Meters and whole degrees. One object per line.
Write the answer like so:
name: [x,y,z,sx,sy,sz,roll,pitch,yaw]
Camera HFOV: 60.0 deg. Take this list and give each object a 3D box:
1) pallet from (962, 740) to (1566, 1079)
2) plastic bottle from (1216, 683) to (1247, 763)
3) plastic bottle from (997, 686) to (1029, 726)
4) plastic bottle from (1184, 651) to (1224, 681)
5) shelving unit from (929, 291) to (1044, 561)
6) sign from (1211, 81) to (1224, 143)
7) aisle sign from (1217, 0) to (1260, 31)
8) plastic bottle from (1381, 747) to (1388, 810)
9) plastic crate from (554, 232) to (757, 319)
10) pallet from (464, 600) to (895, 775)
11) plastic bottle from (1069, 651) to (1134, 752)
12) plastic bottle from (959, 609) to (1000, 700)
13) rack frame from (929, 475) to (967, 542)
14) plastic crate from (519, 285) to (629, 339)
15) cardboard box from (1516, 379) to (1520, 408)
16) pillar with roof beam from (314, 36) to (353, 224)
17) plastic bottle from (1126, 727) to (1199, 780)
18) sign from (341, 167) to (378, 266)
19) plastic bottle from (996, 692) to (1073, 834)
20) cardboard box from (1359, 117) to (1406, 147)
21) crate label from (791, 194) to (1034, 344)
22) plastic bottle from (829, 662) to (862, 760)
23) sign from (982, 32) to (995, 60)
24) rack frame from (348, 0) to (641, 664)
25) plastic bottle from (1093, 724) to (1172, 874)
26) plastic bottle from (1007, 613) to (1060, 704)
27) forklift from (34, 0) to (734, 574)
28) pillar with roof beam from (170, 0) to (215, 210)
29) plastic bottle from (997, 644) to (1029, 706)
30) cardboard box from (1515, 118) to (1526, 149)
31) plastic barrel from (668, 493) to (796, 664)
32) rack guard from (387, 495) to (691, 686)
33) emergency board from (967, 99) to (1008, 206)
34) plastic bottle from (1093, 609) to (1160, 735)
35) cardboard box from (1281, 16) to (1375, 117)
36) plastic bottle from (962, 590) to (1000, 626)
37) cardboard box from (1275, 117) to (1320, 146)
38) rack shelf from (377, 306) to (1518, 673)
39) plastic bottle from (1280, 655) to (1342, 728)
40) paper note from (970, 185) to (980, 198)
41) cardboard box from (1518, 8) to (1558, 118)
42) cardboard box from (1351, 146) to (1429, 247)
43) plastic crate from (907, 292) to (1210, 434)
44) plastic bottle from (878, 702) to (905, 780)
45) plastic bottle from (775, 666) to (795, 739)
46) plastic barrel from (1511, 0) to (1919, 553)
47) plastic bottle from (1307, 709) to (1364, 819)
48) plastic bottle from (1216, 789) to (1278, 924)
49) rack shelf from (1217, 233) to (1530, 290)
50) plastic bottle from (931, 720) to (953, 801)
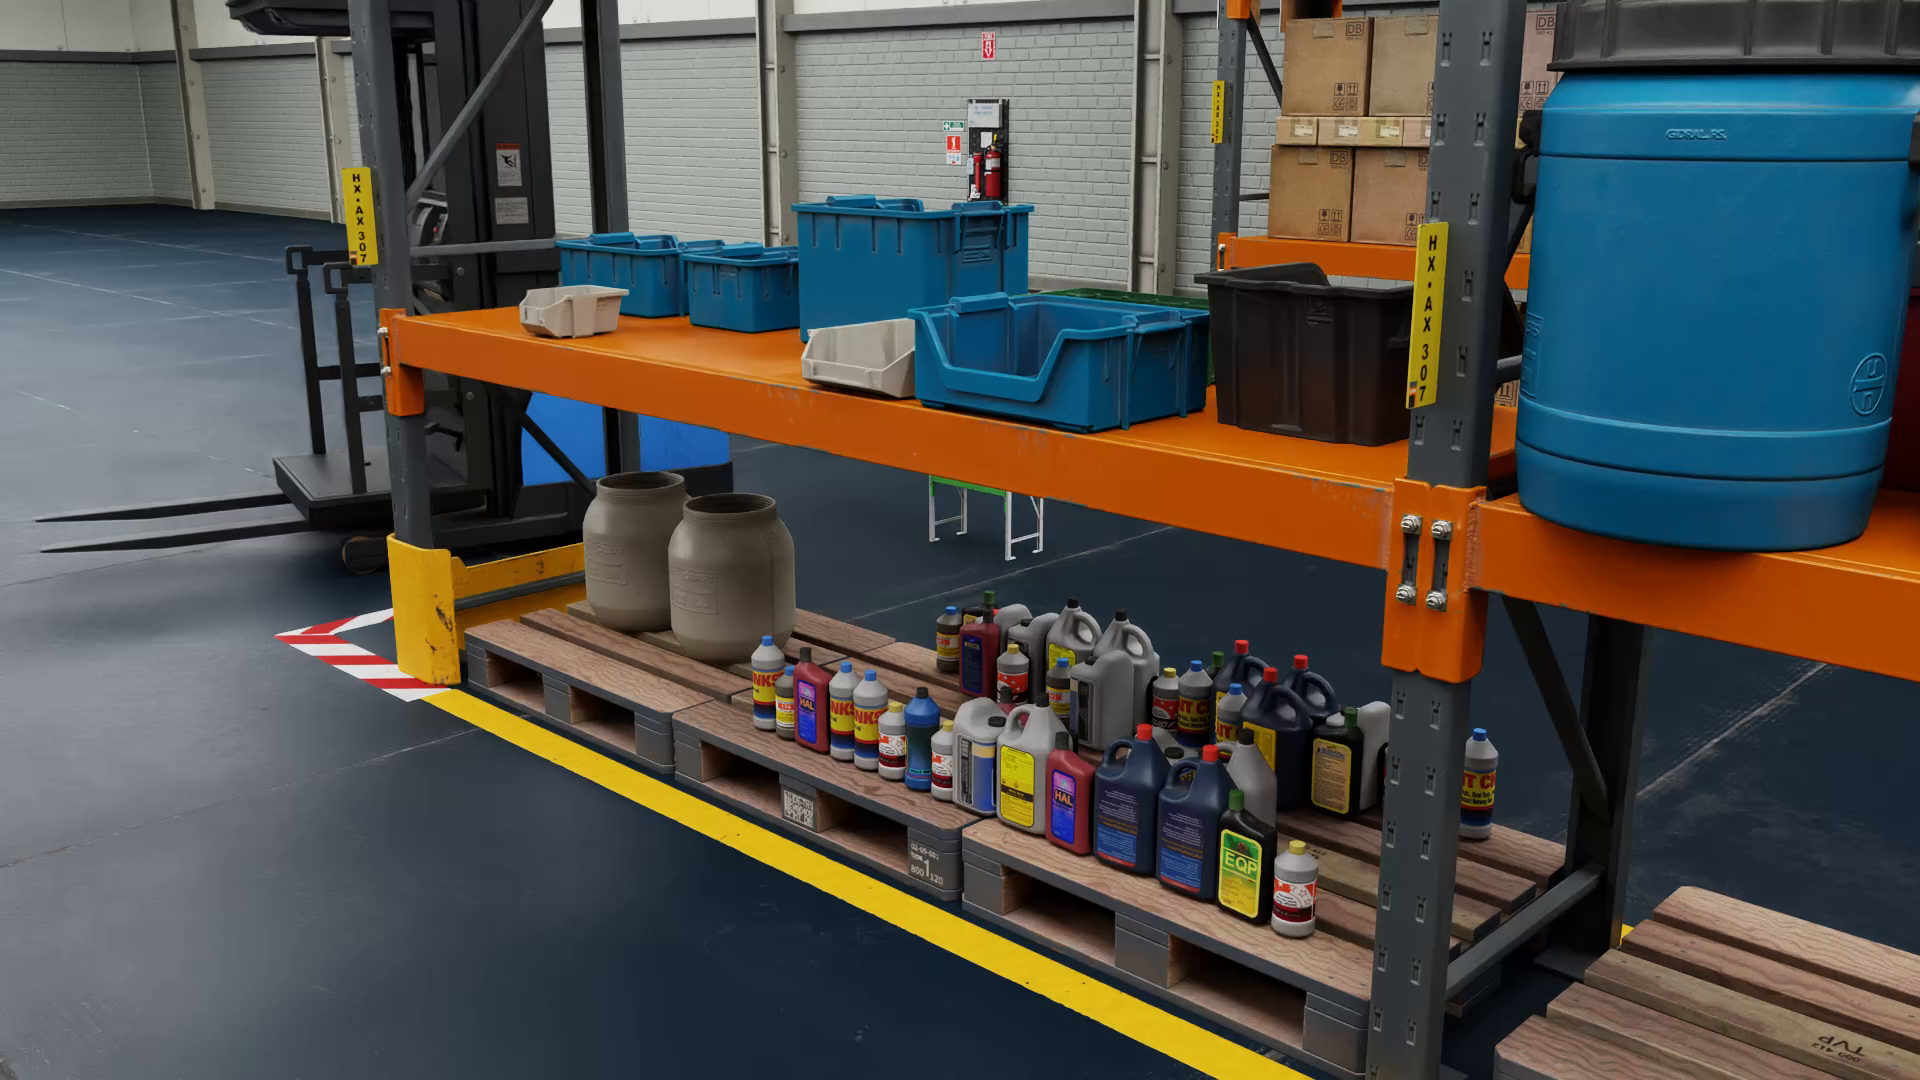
pallet: [0.770,0.860,4.214,1.213,0.211,1.003,14,20,42]
plastic bottle: [0.743,0.523,4.515,0.097,0.271,0.097,0,15,0]
plastic bottle: [0.150,0.538,4.433,0.133,0.283,0.061,14,20,42]
plastic bottle: [0.706,0.451,4.767,0.061,0.283,0.133,-13,20,-42]
shelving unit: [0.119,-0.552,7.670,0.503,1.200,0.258,14,20,42]
sign: [1.396,-2.321,9.015,0.005,0.325,0.100,14,20,42]
aisle sign: [1.526,-3.177,9.020,0.004,0.787,0.394,14,20,42]
plastic bottle: [1.153,0.606,4.336,0.097,0.201,0.097,0,15,0]
plastic crate: [-1.087,-0.959,5.960,0.616,0.251,0.499,14,20,42]
pallet: [-0.986,0.433,5.853,1.213,0.211,1.003,14,20,42]
plastic bottle: [0.405,0.448,4.794,0.135,0.276,0.152,14,20,42]
plastic bottle: [0.060,0.347,5.165,0.133,0.283,0.061,14,20,42]
rack frame: [-0.057,-0.594,7.834,0.015,1.200,0.240,14,20,42]
plastic crate: [-1.234,-0.722,5.277,0.250,0.136,0.298,14,20,42]
cardboard box: [3.096,-0.801,8.192,0.500,0.500,0.500,14,20,42]
pillar with roof beam: [-13.939,-9.219,25.468,0.400,9.000,9.100,14,20,42]
plastic bottle: [0.508,0.615,4.151,0.135,0.276,0.152,14,20,42]
sign: [-2.040,-1.099,5.654,0.005,0.325,0.100,14,20,42]
plastic bottle: [0.190,0.554,4.238,0.185,0.351,0.144,14,20,42]
cardboard box: [2.289,-2.128,8.665,0.250,0.149,0.380,14,20,42]
crate label: [-0.142,-0.809,5.017,0.616,0.435,0.502,14,20,42]
plastic bottle: [-0.319,0.477,4.692,0.097,0.271,0.097,0,15,0]
sign: [0.318,-5.528,18.602,0.199,0.298,0.001,14,20,42]
rack frame: [-1.655,-1.065,6.069,0.127,3.000,1.000,14,20,42]
plastic bottle: [0.423,0.610,4.021,0.185,0.351,0.144,12,19,39]
plastic bottle: [0.234,0.356,5.147,0.135,0.276,0.152,13,19,41]
forklift: [-2.656,-1.420,7.567,3.031,2.935,1.130,-8,17,-29]
pillar with roof beam: [-18.258,-10.269,29.498,0.400,9.000,9.100,14,20,42]
plastic bottle: [0.161,0.418,5.057,0.097,0.201,0.097,0,15,0]
cardboard box: [2.847,-1.993,8.145,0.250,0.149,0.380,13,20,41]
plastic barrel: [-0.767,0.125,5.604,0.421,0.512,0.421,0,15,0]
rack guard: [-1.568,0.150,6.366,0.348,0.500,1.175,14,20,42]
emergency board: [0.254,-4.387,18.819,0.643,1.169,0.194,14,20,42]
plastic bottle: [0.490,0.380,4.904,0.185,0.351,0.144,13,20,42]
cardboard box: [2.151,-2.546,8.983,0.500,0.500,0.700,14,20,42]
plastic bottle: [0.068,0.296,5.362,0.061,0.283,0.133,-14,20,-43]
cardboard box: [1.919,-2.218,9.009,0.250,0.149,0.380,13,20,42]
rack shelf: [-0.215,-0.366,4.816,4.000,0.370,1.077,14,20,42]
plastic bottle: [0.932,0.488,4.492,0.144,0.351,0.185,-14,20,-43]
paper note: [0.175,-4.004,19.097,0.142,0.148,0.016,14,20,42]
cardboard box: [2.897,-2.367,8.295,0.500,0.500,0.700,14,20,42]
cardboard box: [2.494,-1.836,8.832,0.700,0.500,0.500,-14,20,-43]
plastic crate: [0.239,-0.437,3.955,0.616,0.251,0.499,14,20,42]
plastic bottle: [-0.176,0.545,4.567,0.097,0.201,0.097,0,15,0]
plastic bottle: [-0.491,0.469,4.862,0.097,0.201,0.097,0,15,0]
plastic barrel: [1.292,-0.485,2.848,0.708,0.901,0.600,14,20,42]
plastic bottle: [0.974,0.569,4.312,0.133,0.283,0.061,14,20,42]
plastic bottle: [0.649,0.713,3.763,0.061,0.283,0.133,-13,20,-41]
rack shelf: [3.226,-1.265,8.264,4.000,0.370,1.077,14,20,42]
plastic bottle: [-0.028,0.581,4.429,0.097,0.201,0.097,0,15,0]
